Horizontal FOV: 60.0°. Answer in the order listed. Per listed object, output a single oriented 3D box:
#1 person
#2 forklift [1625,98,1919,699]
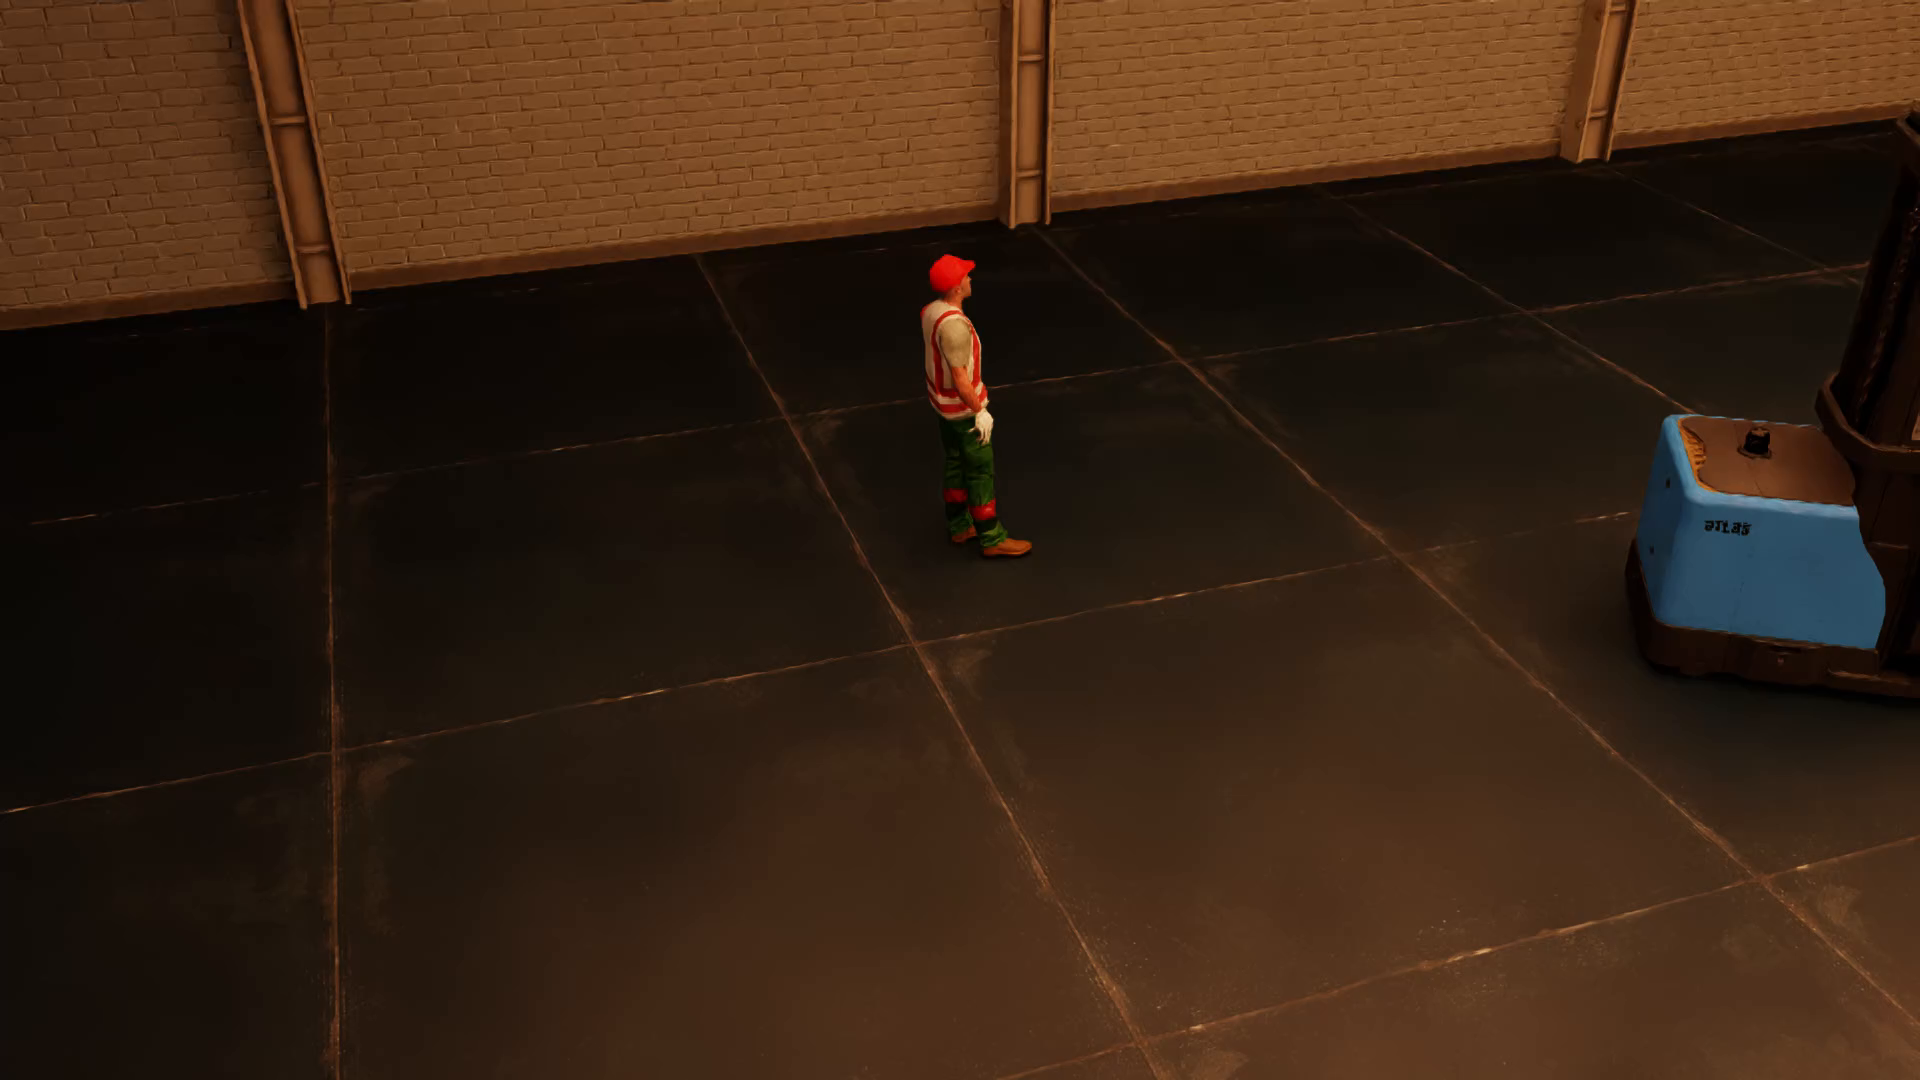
[{"bbox_3d":[0.080,-0.787,9.591,0.563,1.783,0.637,-10,31,-16],"label":"person"},{"bbox_3d":[5.198,-0.643,8.204,3.031,2.935,1.130,7,31,11],"label":"forklift"}]
